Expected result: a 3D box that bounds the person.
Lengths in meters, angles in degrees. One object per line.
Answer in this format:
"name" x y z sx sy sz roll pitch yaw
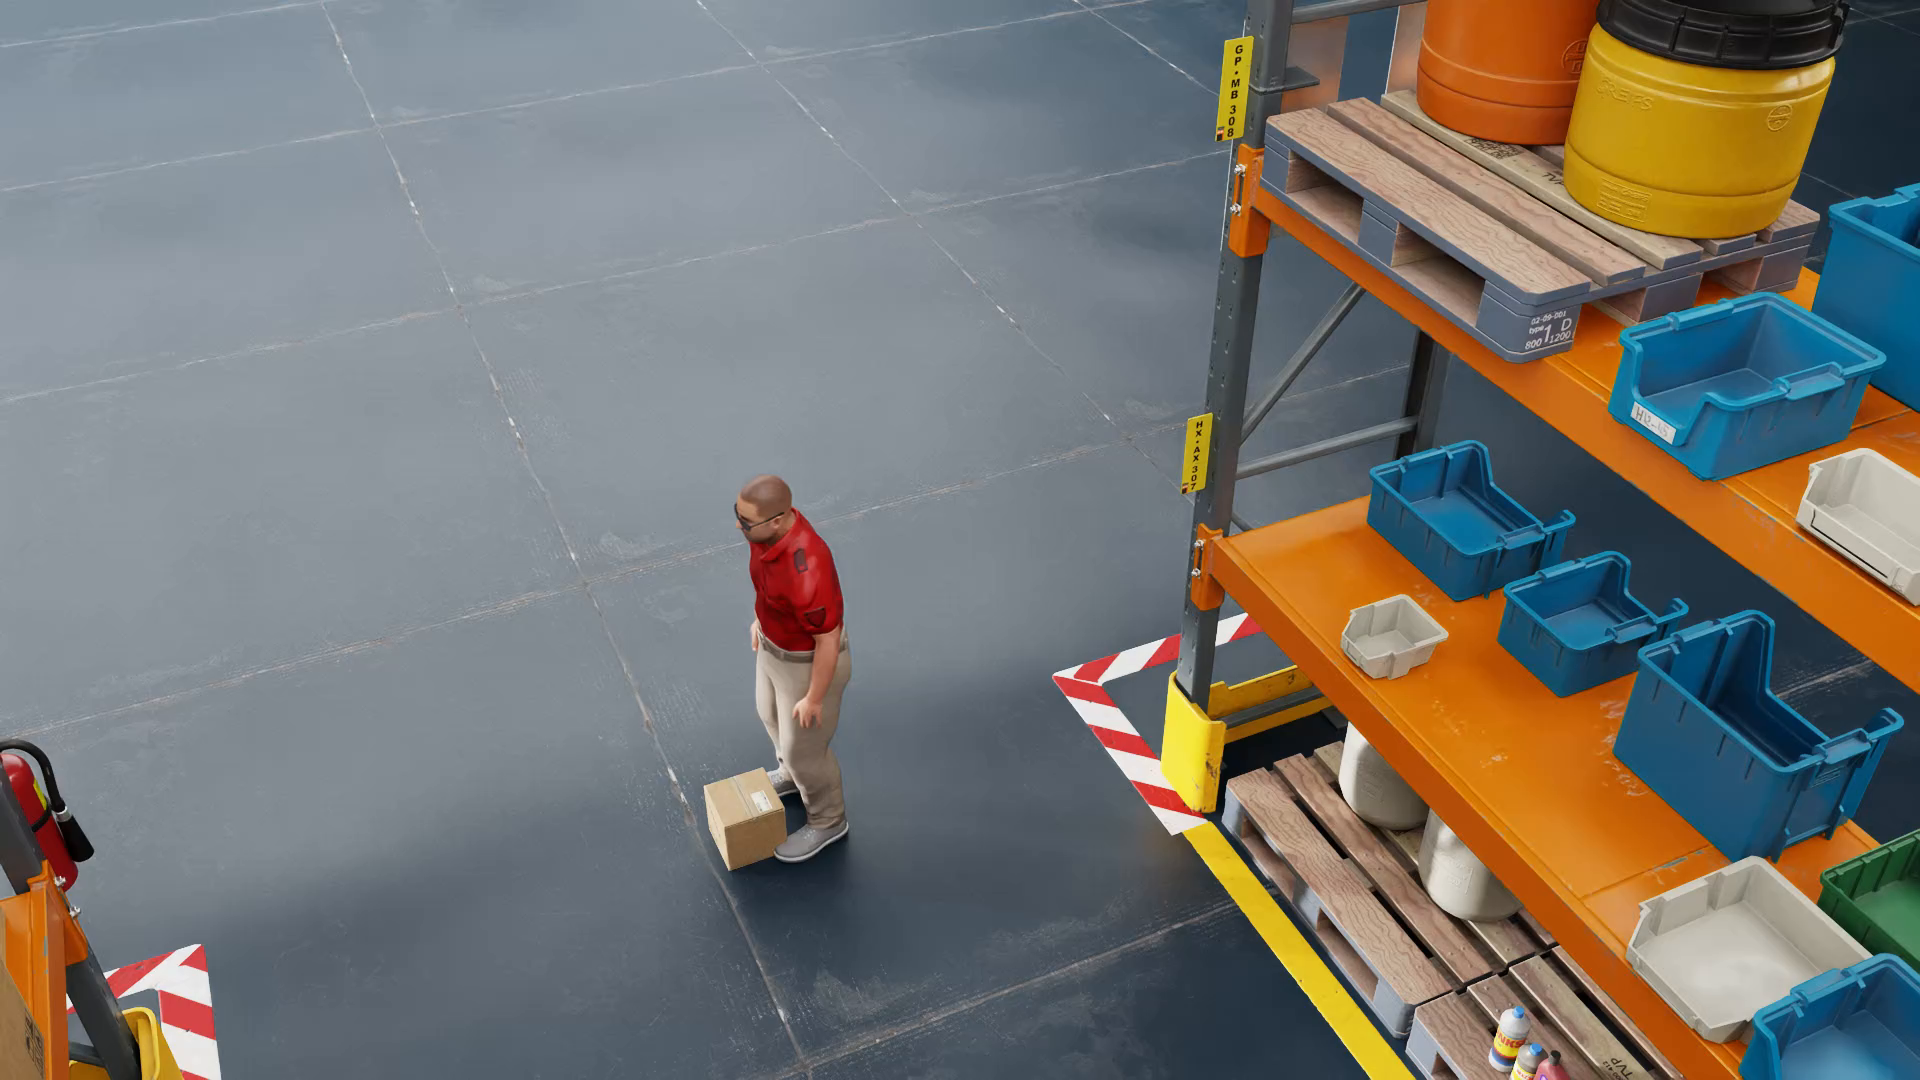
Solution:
"person" -0.626 0.451 6.268 0.389 1.726 0.587 -16 40 -20
